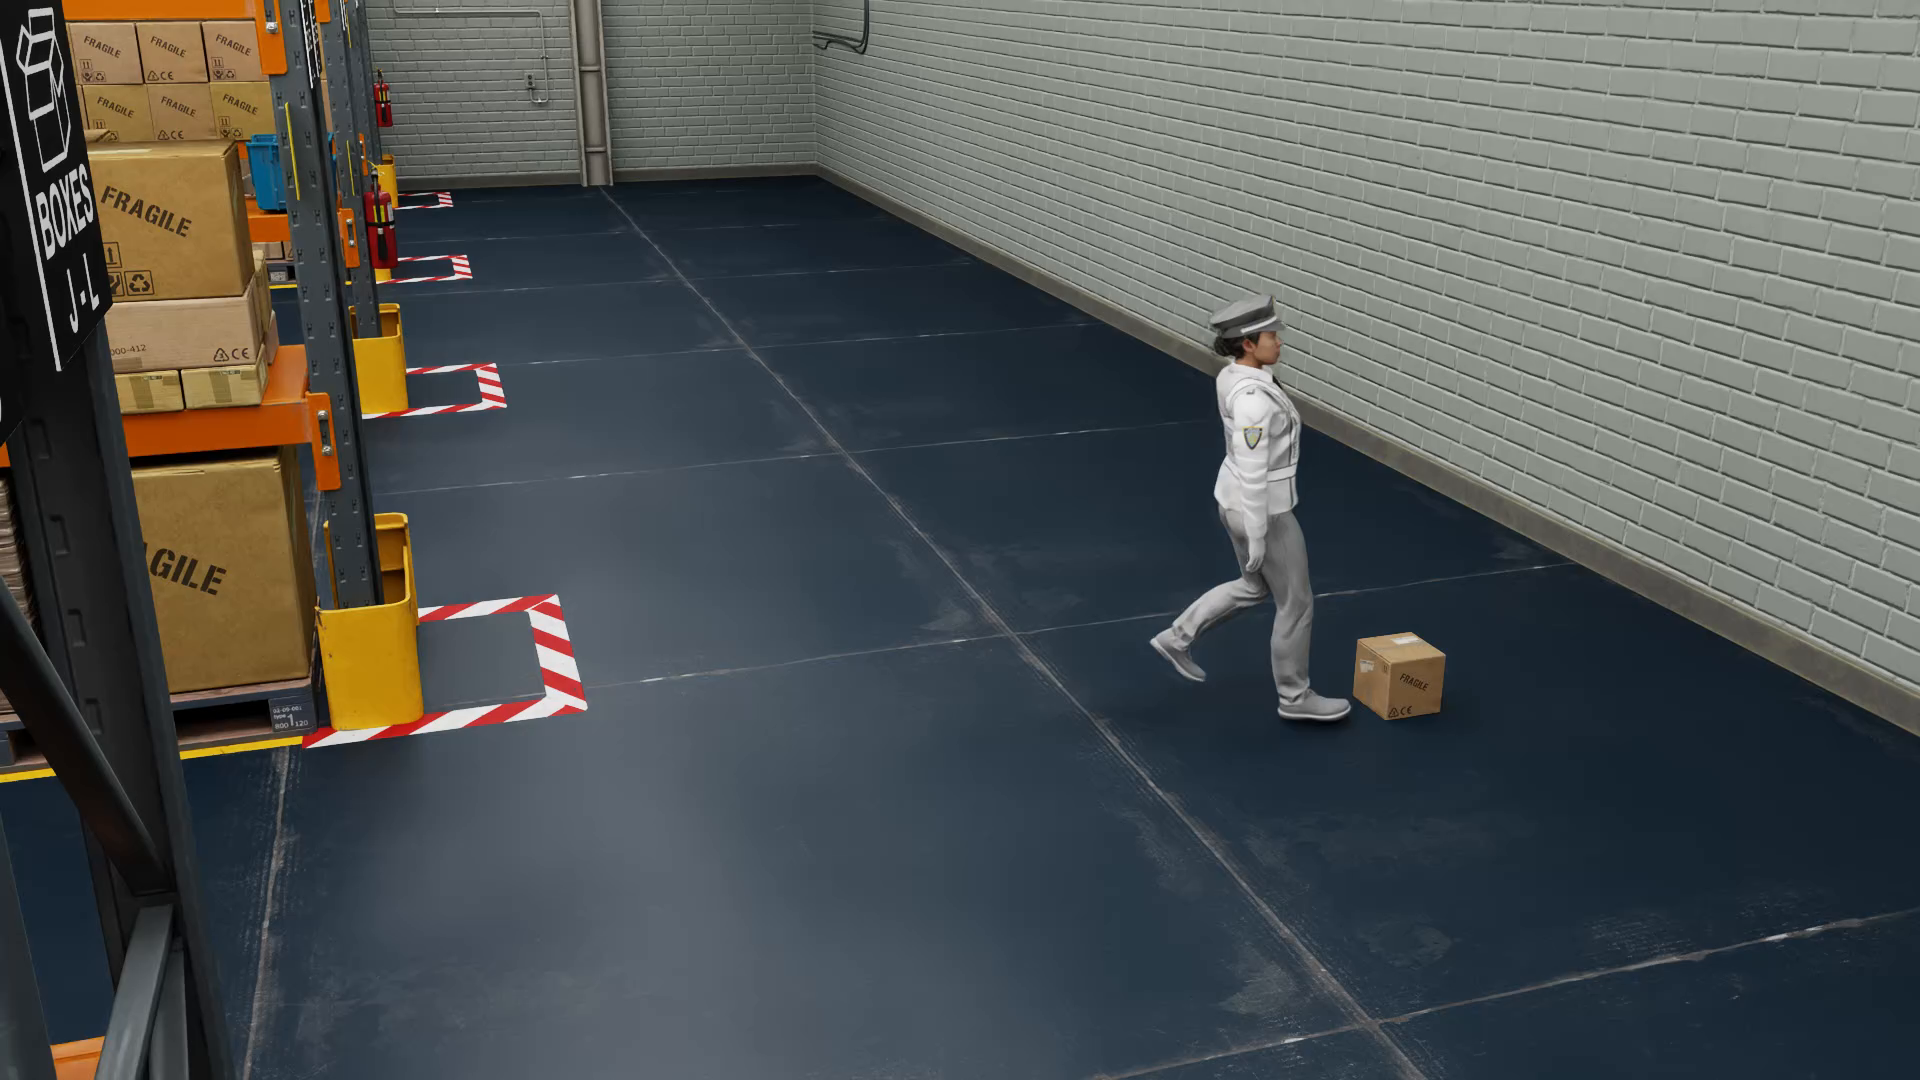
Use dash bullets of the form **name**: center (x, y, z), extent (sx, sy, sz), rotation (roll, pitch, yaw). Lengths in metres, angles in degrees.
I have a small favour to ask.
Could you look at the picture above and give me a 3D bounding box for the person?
- **person**: center (1.146, -0.119, 6.318), extent (0.760, 1.661, 0.488), rotation (-2, 19, -5)
